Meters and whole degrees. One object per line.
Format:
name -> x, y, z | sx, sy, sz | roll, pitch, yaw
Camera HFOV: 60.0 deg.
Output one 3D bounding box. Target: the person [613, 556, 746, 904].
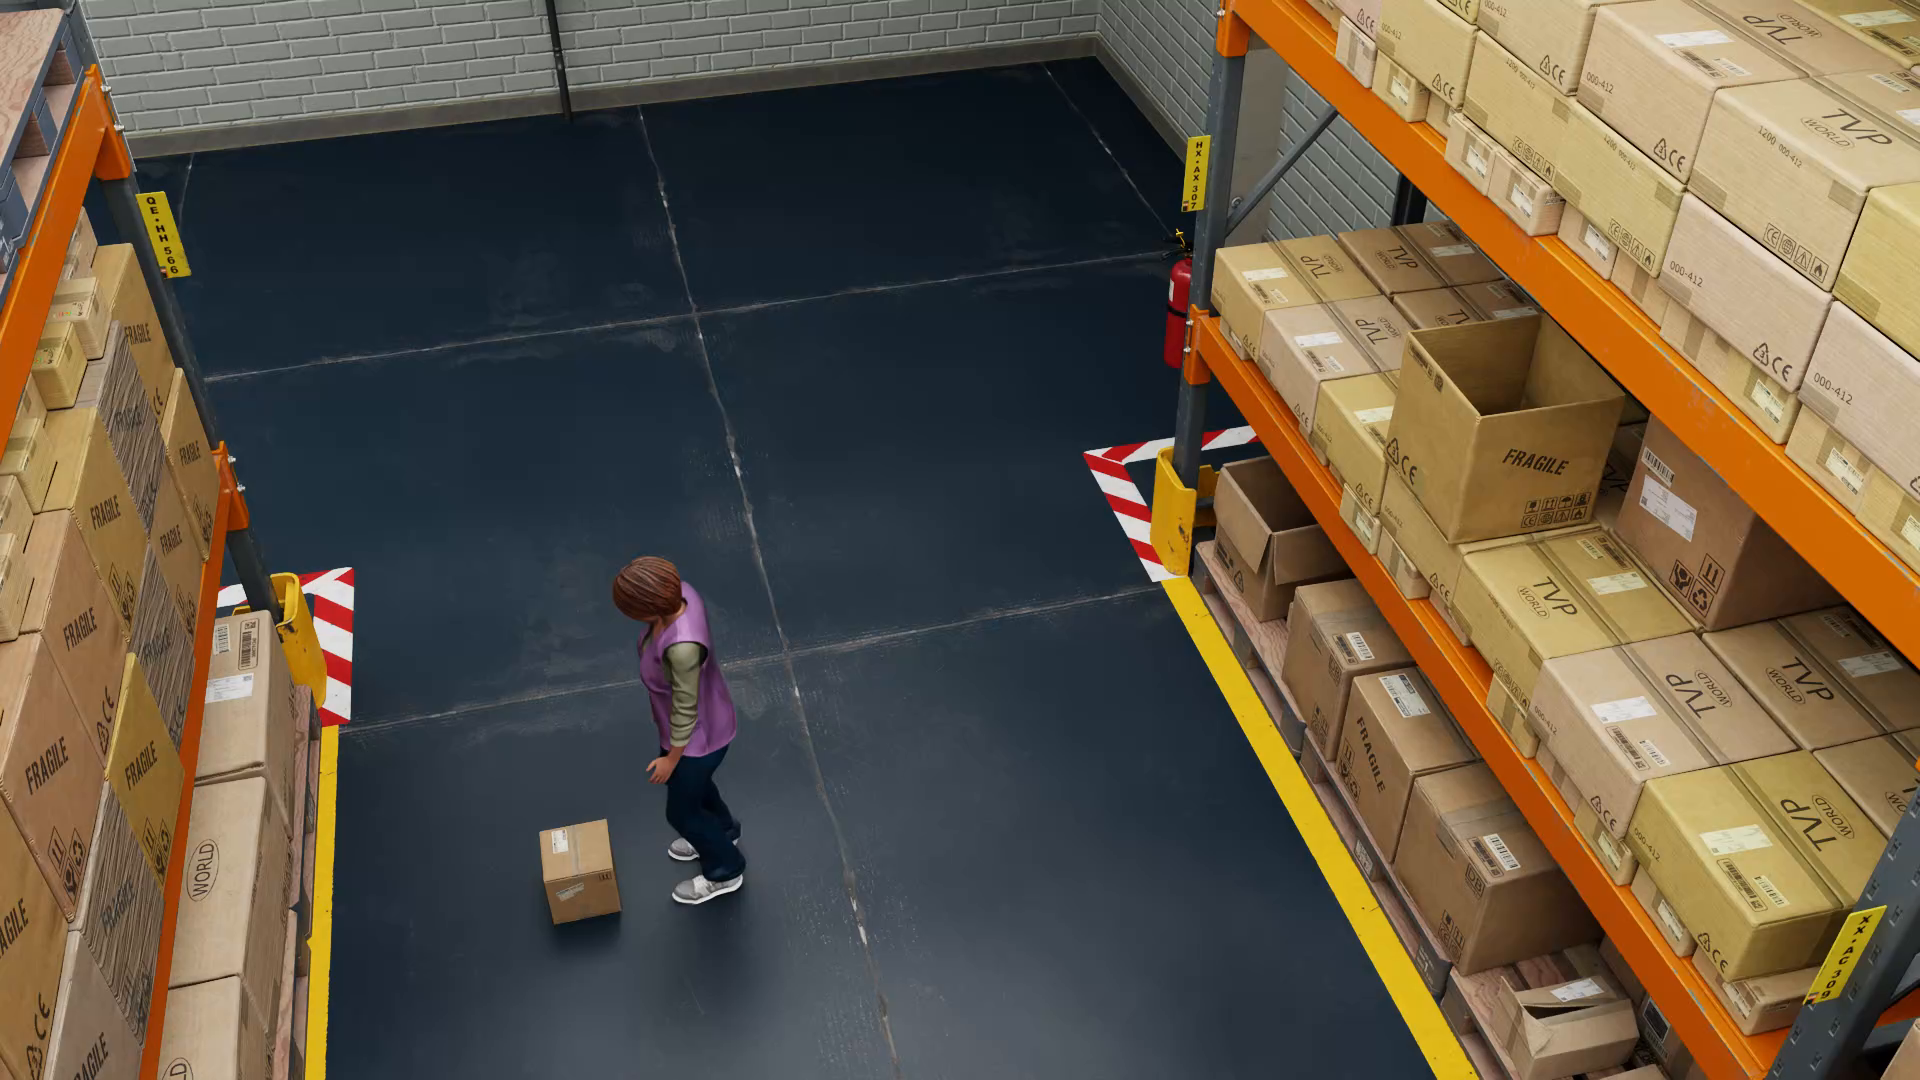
person -> -0.966, 0.685, 5.907 | 0.353, 1.556, 0.420 | -9, 40, -11
